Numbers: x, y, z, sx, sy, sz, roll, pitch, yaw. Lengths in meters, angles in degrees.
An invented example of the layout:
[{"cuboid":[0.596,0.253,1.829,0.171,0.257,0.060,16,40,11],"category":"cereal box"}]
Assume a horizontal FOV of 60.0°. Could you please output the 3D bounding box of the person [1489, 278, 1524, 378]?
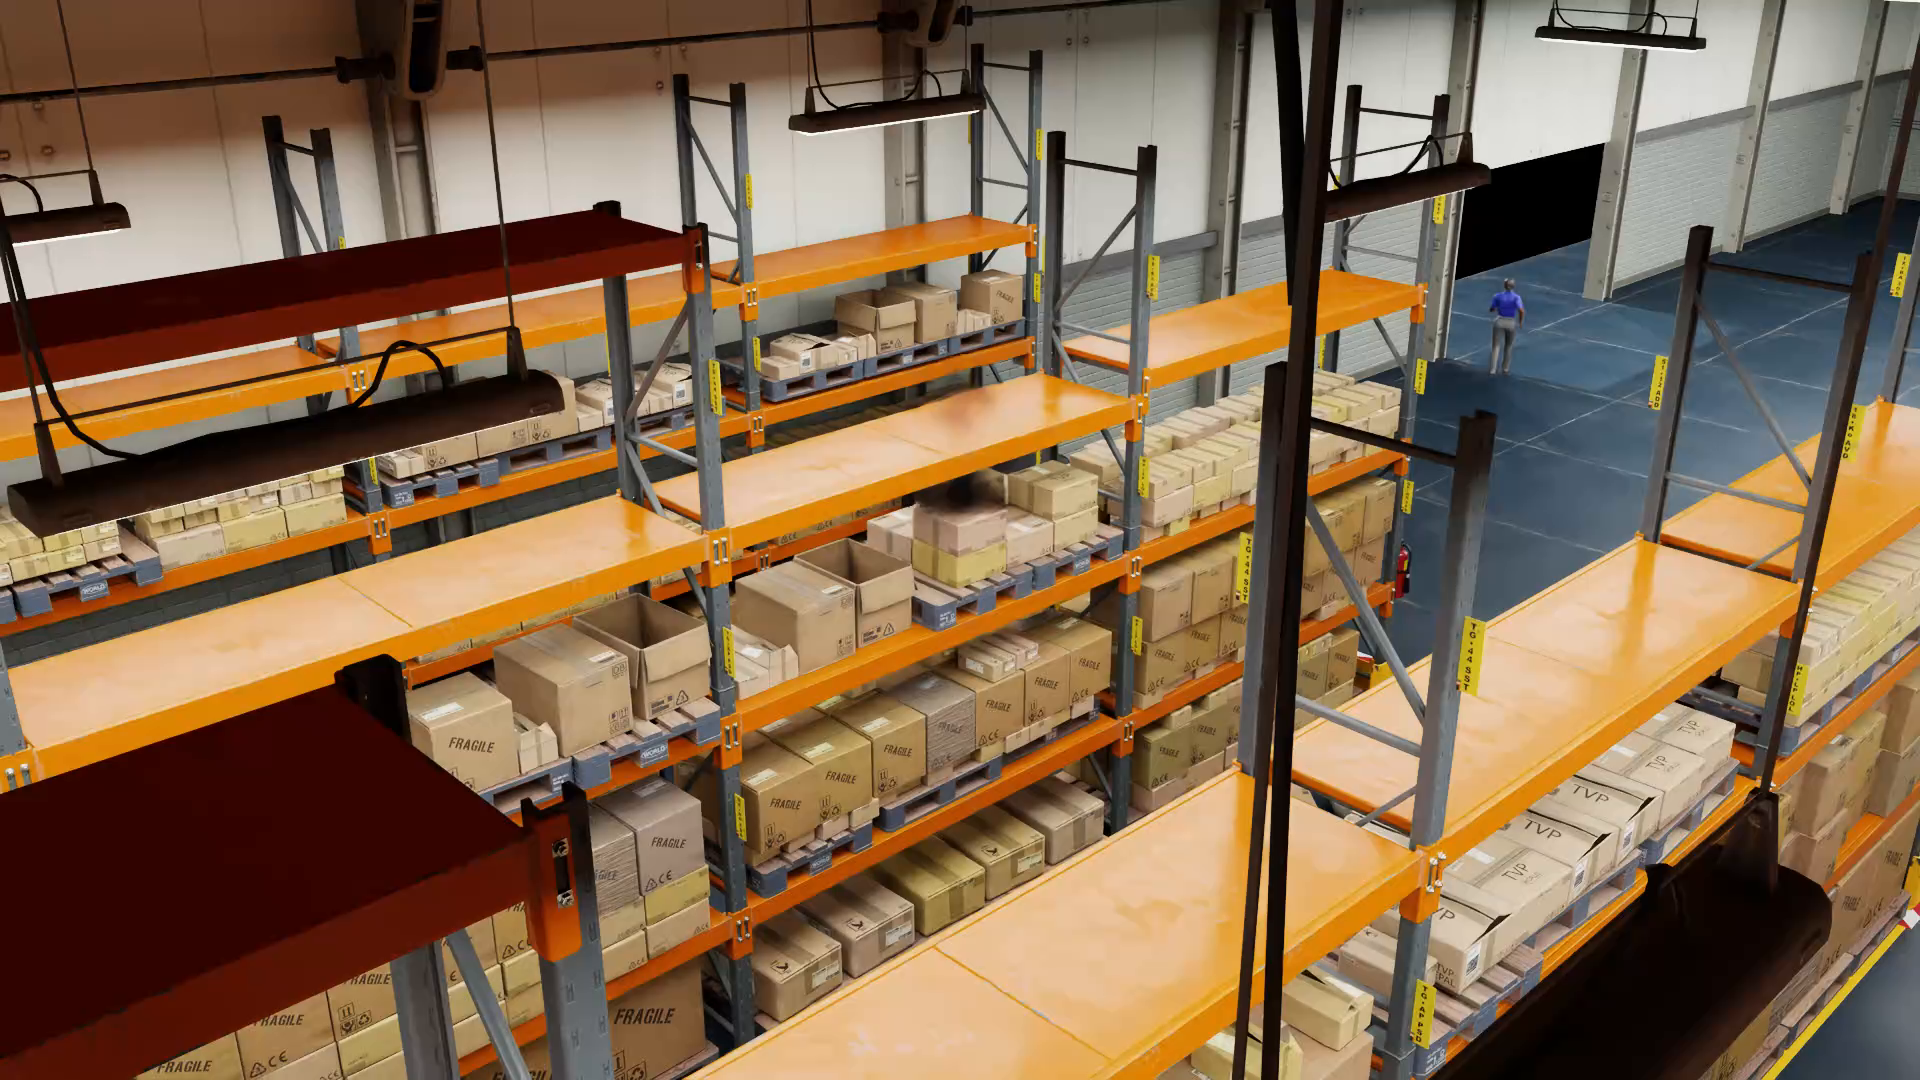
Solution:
[{"cuboid":[8.819,-3.421,26.926,0.562,1.682,0.885,9,24,20],"category":"person"}]
